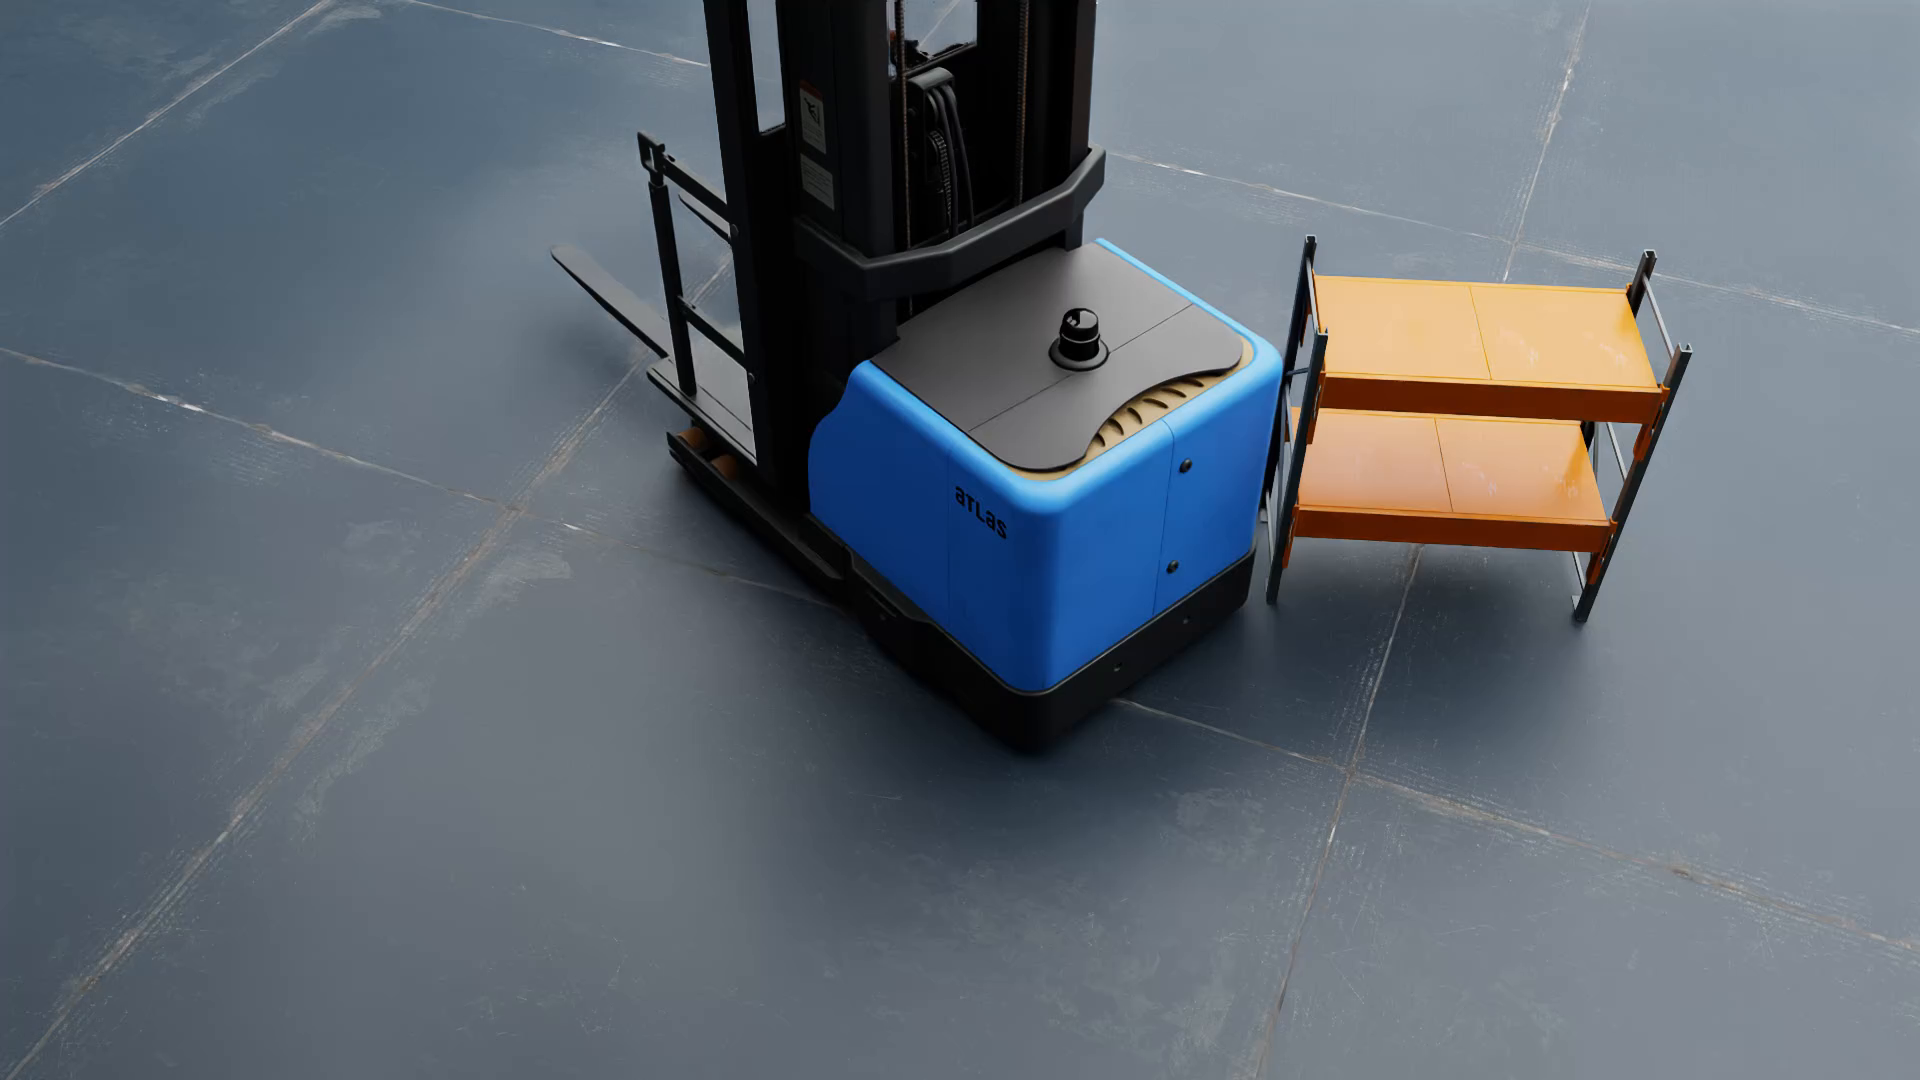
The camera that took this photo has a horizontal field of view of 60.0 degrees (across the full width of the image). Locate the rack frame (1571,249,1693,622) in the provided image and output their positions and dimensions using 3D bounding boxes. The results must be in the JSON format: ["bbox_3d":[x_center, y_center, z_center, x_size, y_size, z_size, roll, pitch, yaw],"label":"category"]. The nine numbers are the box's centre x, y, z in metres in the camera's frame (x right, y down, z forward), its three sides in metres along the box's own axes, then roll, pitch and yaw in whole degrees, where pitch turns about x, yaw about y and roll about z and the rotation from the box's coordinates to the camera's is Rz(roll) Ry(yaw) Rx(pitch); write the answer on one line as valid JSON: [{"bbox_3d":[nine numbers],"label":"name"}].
[{"bbox_3d":[2.070,-0.307,5.261,0.032,1.125,0.500,3,45,3],"label":"rack frame"}]

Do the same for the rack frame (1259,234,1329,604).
[{"bbox_3d":[1.056,-0.362,5.316,0.032,1.125,0.500,3,45,3],"label":"rack frame"}]

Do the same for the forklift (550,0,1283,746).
[{"bbox_3d":[-0.391,-1.384,5.063,1.130,2.935,3.031,-31,53,-28],"label":"forklift"}]

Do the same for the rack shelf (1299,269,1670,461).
[{"bbox_3d":[1.563,-0.542,5.082,1.000,0.278,0.538,3,45,3],"label":"rack shelf"}]

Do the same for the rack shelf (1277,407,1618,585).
[{"bbox_3d":[1.563,-0.161,5.461,1.000,0.278,0.538,3,45,3],"label":"rack shelf"}]

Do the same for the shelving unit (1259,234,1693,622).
[{"bbox_3d":[1.563,-0.334,5.288,1.048,1.125,0.538,3,45,3],"label":"shelving unit"}]
